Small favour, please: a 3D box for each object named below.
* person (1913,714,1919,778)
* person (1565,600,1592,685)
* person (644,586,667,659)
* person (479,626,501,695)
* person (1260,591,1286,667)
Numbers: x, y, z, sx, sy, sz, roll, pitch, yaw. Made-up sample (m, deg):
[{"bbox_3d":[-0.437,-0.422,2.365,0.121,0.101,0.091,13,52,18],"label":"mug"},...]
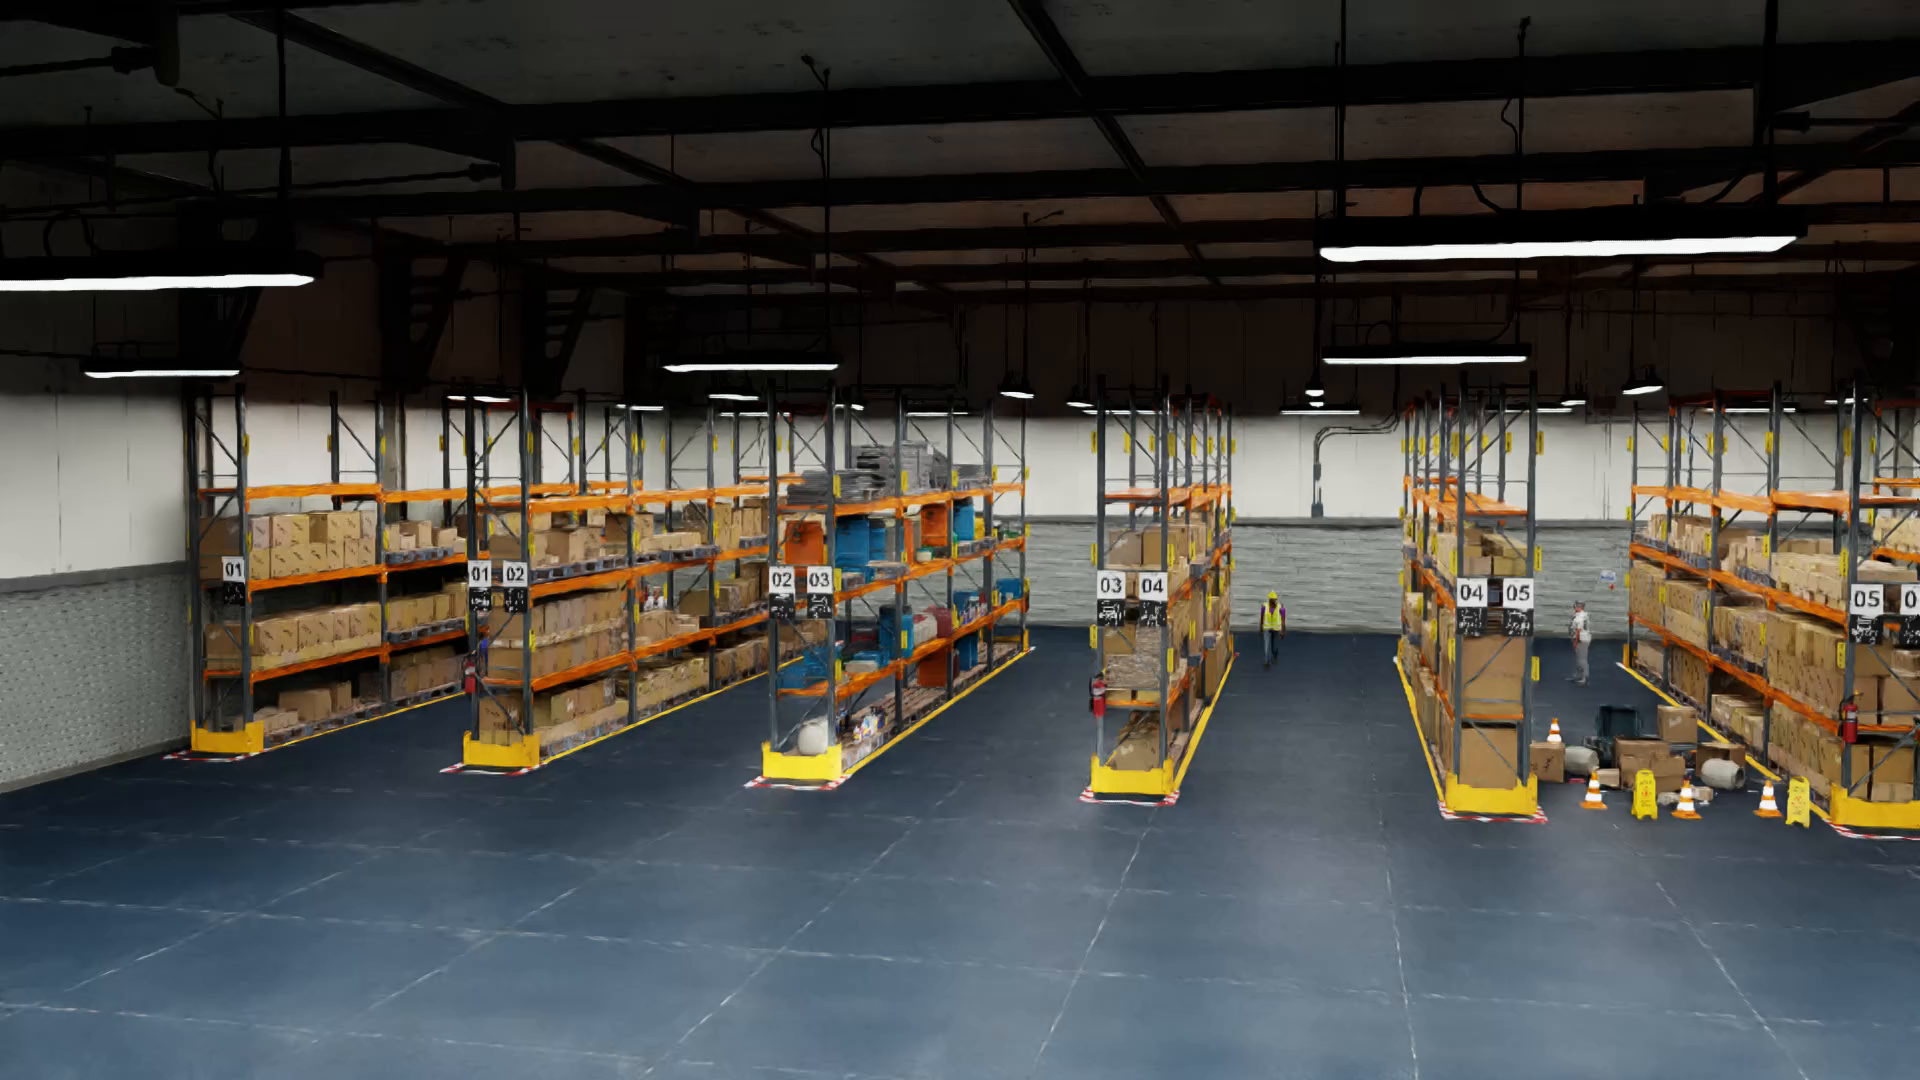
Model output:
[{"bbox_3d":[14.404,2.679,24.669,0.446,1.788,0.605,-1,3,-19],"label":"person"},{"bbox_3d":[12.909,2.128,34.713,0.555,1.750,0.635,2,4,31],"label":"person"},{"bbox_3d":[-7.031,1.925,38.770,0.728,1.733,0.546,1,3,11],"label":"person"},{"bbox_3d":[-8.859,2.391,31.502,0.443,1.587,0.996,0,3,4],"label":"person"},{"bbox_3d":[7.080,1.996,37.633,0.575,1.689,1.128,1,3,10],"label":"person"}]
